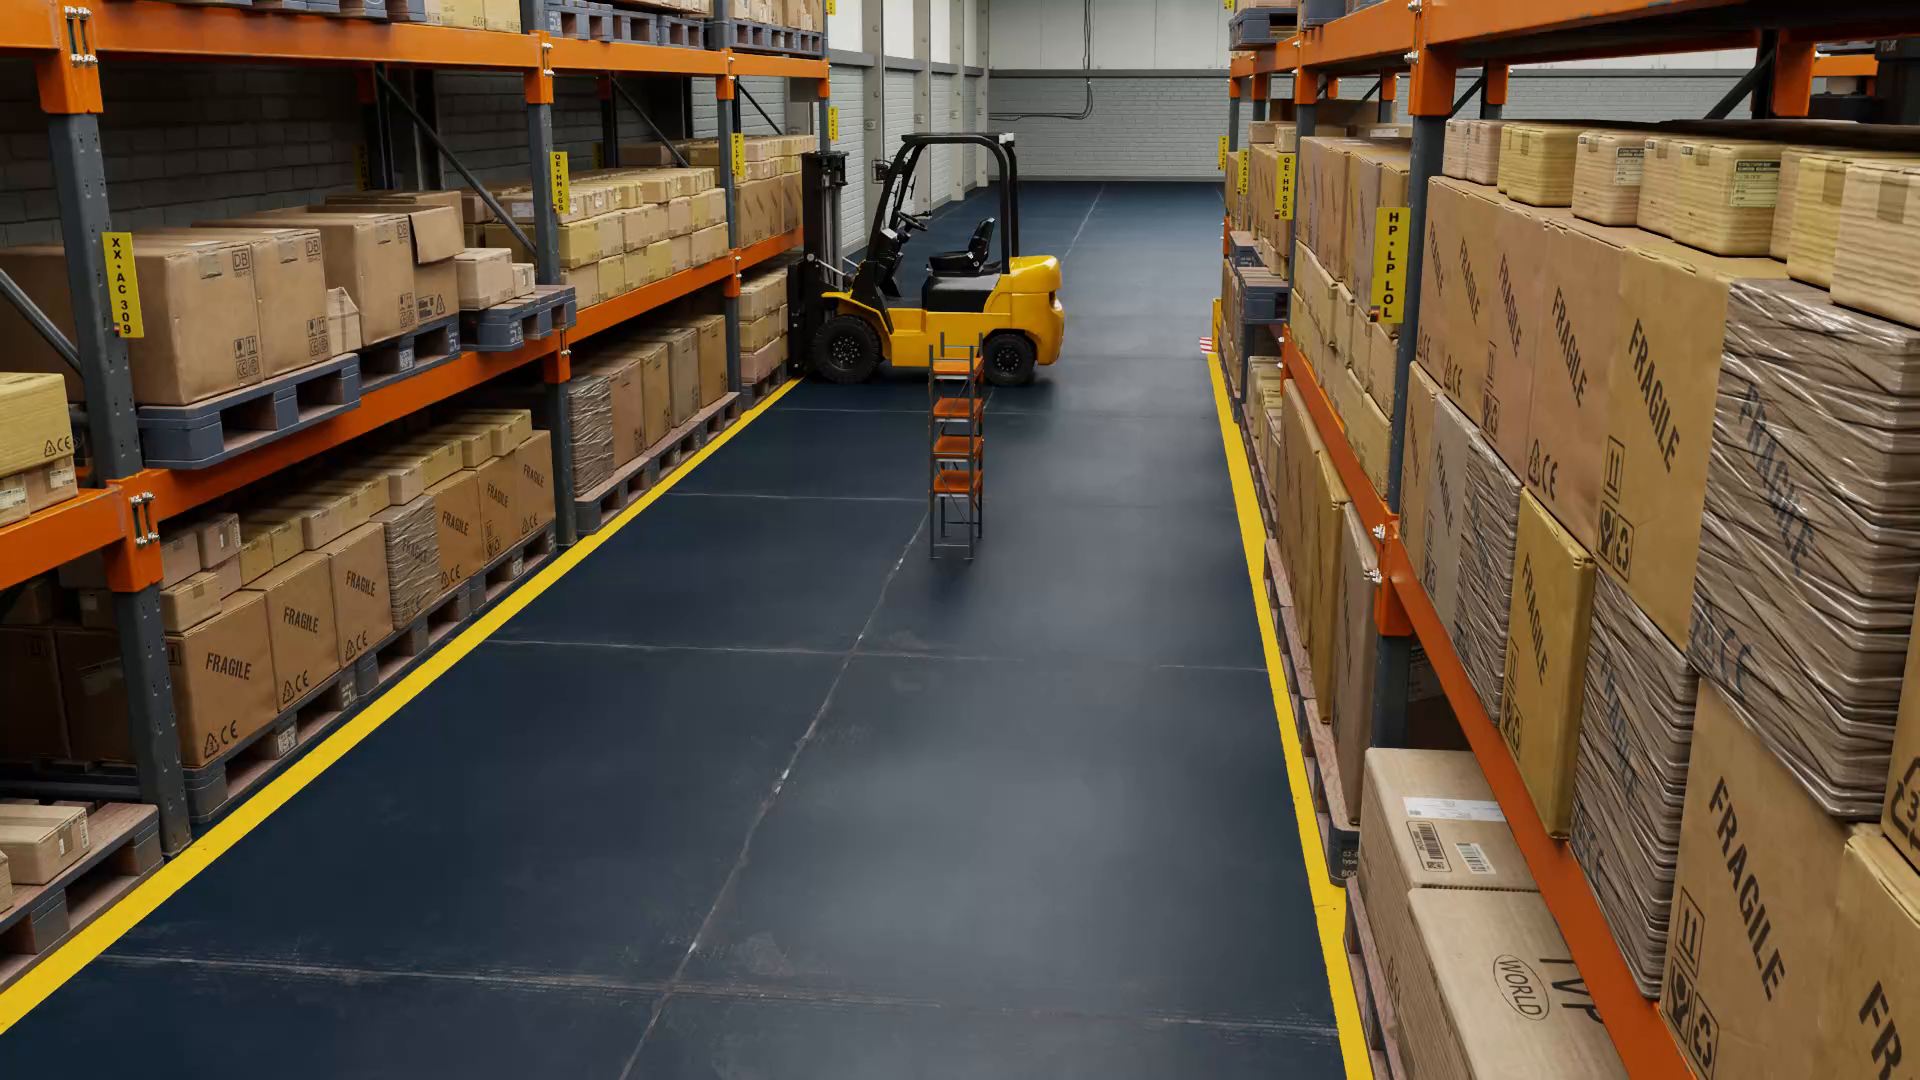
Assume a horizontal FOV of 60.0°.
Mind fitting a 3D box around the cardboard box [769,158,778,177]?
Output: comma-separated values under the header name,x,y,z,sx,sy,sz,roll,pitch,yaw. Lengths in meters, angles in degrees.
name,x,y,z,sx,sy,sz,roll,pitch,yaw
cardboard box,-1.790,-3.235,14.446,0.380,0.149,0.250,1,15,4

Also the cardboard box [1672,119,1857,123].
name,x,y,z,sx,sy,sz,roll,pitch,yaw
cardboard box,2.051,-1.003,4.274,0.380,0.149,0.250,1,15,5

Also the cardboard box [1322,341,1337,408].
name,x,y,z,sx,sy,sz,roll,pitch,yaw
cardboard box,1.758,-0.696,6.775,0.500,0.250,0.500,2,15,6

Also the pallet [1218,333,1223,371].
name,x,y,z,sx,sy,sz,roll,pitch,yaw
pallet,2.988,-1.785,15.858,1.003,0.211,1.213,2,15,6

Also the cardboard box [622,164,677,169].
name,x,y,z,sx,sy,sz,roll,pitch,yaw
cardboard box,-2.479,-2.920,13.281,0.380,0.149,0.250,2,15,6

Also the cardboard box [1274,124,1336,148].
name,x,y,z,sx,sy,sz,roll,pitch,yaw
cardboard box,2.248,-2.634,10.848,0.380,0.149,0.250,3,15,9

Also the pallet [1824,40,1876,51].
name,x,y,z,sx,sy,sz,roll,pitch,yaw
pallet,7.845,-4.136,13.633,1.003,0.211,1.213,2,15,6

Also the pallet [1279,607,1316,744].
name,x,y,z,sx,sy,sz,roll,pitch,yaw
pallet,1.917,0.579,7.118,1.003,0.211,1.213,2,15,6

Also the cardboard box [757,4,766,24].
name,x,y,z,sx,sy,sz,roll,pitch,yaw
cardboard box,-1.821,-4.352,13.750,0.380,0.149,0.250,2,15,8

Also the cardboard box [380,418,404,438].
name,x,y,z,sx,sy,sz,roll,pitch,yaw
cardboard box,-3.137,-0.545,8.674,0.380,0.149,0.250,2,15,8

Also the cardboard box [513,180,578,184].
name,x,y,z,sx,sy,sz,roll,pitch,yaw
cardboard box,-2.722,-2.281,10.917,0.380,0.149,0.250,2,15,8

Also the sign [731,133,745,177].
name,x,y,z,sx,sy,sz,roll,pitch,yaw
sign,-1.720,-2.975,12.852,0.100,0.325,0.005,2,15,6

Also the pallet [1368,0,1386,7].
name,x,y,z,sx,sy,sz,roll,pitch,yaw
pallet,1.824,-1.843,5.350,0.805,0.209,1.217,1,15,4

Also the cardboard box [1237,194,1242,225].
name,x,y,z,sx,sy,sz,roll,pitch,yaw
cardboard box,2.581,-2.905,13.899,0.500,0.500,0.500,2,15,8

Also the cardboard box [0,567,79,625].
name,x,y,z,sx,sy,sz,roll,pitch,yaw
cardboard box,-3.408,0.194,5.940,0.380,0.149,0.250,1,15,4

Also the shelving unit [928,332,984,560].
name,x,y,z,sx,sy,sz,roll,pitch,yaw
shelving unit,-0.019,-0.536,9.347,0.258,1.200,0.503,2,15,6

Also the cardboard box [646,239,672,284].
name,x,y,z,sx,sy,sz,roll,pitch,yaw
cardboard box,-2.245,-1.865,11.098,0.500,0.250,0.500,2,15,8

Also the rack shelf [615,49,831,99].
name,x,y,z,sx,sy,sz,roll,pitch,yaw
rack shelf,-2.034,-4.087,14.663,1.077,0.370,4.000,2,15,6

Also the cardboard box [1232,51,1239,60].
name,x,y,z,sx,sy,sz,roll,pitch,yaw
cardboard box,2.764,-4.610,15.700,0.380,0.149,0.250,2,15,6

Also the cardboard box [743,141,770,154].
name,x,y,z,sx,sy,sz,roll,pitch,yaw
cardboard box,-1.863,-3.383,14.423,0.380,0.149,0.250,2,15,6

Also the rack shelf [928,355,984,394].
name,x,y,z,sx,sy,sz,roll,pitch,yaw
rack shelf,-0.019,-0.916,9.244,0.258,0.148,0.480,2,15,6

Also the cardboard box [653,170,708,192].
name,x,y,z,sx,sy,sz,roll,pitch,yaw
cardboard box,-2.089,-2.667,12.343,0.380,0.149,0.250,1,15,5

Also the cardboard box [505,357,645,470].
name,x,y,z,sx,sy,sz,roll,pitch,yaw
cardboard box,-2.562,-0.818,10.685,0.875,0.625,0.625,2,15,8

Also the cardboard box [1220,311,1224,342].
name,x,y,z,sx,sy,sz,roll,pitch,yaw
cardboard box,2.758,-2.034,15.902,0.500,0.250,0.500,2,15,6

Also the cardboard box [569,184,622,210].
name,x,y,z,sx,sy,sz,roll,pitch,yaw
cardboard box,-2.335,-2.137,10.383,0.380,0.149,0.250,2,15,7

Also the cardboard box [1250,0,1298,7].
name,x,y,z,sx,sy,sz,roll,pitch,yaw
cardboard box,2.117,-3.498,10.590,0.500,0.250,0.500,2,15,6

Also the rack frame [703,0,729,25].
name,x,y,z,sx,sy,sz,roll,pitch,yaw
rack frame,-2.260,-5.364,12.259,1.000,3.000,0.127,2,15,6

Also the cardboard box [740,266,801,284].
name,x,y,z,sx,sy,sz,roll,pitch,yaw
cardboard box,-1.714,-2.340,15.116,0.500,0.250,0.500,1,15,5

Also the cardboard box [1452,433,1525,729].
name,x,y,z,sx,sy,sz,roll,pitch,yaw
cardboard box,1.333,0.077,3.439,0.500,0.500,0.500,2,15,7

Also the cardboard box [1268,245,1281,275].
name,x,y,z,sx,sy,sz,roll,pitch,yaw
cardboard box,1.966,-1.597,9.498,0.380,0.149,0.250,2,15,6

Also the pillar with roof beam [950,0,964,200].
name,x,y,z,sx,sy,sz,roll,pitch,yaw
pillar with roof beam,4.203,-12.345,38.077,9.100,9.000,0.400,2,15,6

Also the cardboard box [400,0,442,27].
name,x,y,z,sx,sy,sz,roll,pitch,yaw
cardboard box,-2.640,-2.406,7.353,0.500,0.250,0.500,2,15,6

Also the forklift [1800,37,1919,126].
name,x,y,z,sx,sy,sz,roll,pitch,yaw
forklift,4.939,-1.258,8.701,1.130,2.935,3.031,2,15,7

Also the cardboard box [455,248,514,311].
name,x,y,z,sx,sy,sz,roll,pitch,yaw
cardboard box,-2.509,-1.278,8.123,0.500,0.250,0.500,1,15,4

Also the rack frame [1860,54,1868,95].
name,x,y,z,sx,sy,sz,roll,pitch,yaw
rack frame,8.054,-3.241,15.900,1.000,3.000,0.127,2,15,6

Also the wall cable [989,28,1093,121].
name,x,y,z,sx,sy,sz,roll,pitch,yaw
wall cable,2.249,-13.254,47.388,3.097,2.526,0.112,2,15,6

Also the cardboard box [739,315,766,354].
name,x,y,z,sx,sy,sz,roll,pitch,yaw
cardboard box,-1.899,-1.701,13.712,0.500,0.250,0.500,2,15,6

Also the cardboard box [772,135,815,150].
name,x,y,z,sx,sy,sz,roll,pitch,yaw
cardboard box,-1.640,-3.911,16.376,0.380,0.149,0.250,2,15,6

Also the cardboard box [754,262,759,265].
name,x,y,z,sx,sy,sz,roll,pitch,yaw
cardboard box,-2.171,-2.485,15.654,0.500,0.250,0.500,2,15,6

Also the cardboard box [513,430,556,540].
name,x,y,z,sx,sy,sz,roll,pitch,yaw
cardboard box,-2.546,-0.311,9.048,0.500,0.500,0.500,2,15,8

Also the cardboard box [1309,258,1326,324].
name,x,y,z,sx,sy,sz,roll,pitch,yaw
cardboard box,1.791,-1.067,7.191,0.500,0.250,0.500,2,15,6

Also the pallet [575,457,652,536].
name,x,y,z,sx,sy,sz,roll,pitch,yaw
pallet,-2.580,-0.297,10.355,1.003,0.211,1.213,2,15,6

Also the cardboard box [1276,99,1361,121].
name,x,y,z,sx,sy,sz,roll,pitch,yaw
cardboard box,3.069,-3.504,14.197,0.700,0.500,0.500,2,15,6

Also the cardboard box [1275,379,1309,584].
name,x,y,z,sx,sy,sz,roll,pitch,yaw
cardboard box,2.061,-0.286,8.238,0.875,0.875,0.875,2,15,6

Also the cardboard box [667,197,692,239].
name,x,y,z,sx,sy,sz,roll,pitch,yaw
cardboard box,-2.176,-2.236,11.514,0.500,0.250,0.500,2,15,7

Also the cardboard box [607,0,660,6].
name,x,y,z,sx,sy,sz,roll,pitch,yaw
cardboard box,-2.169,-3.551,10.788,0.380,0.149,0.250,2,15,6

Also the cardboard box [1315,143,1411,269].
name,x,y,z,sx,sy,sz,roll,pitch,yaw
cardboard box,1.802,-1.433,7.107,0.500,0.500,0.500,2,15,8

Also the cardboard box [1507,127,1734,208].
name,x,y,z,sx,sy,sz,roll,pitch,yaw
cardboard box,1.329,-0.752,3.348,0.380,0.149,0.250,1,15,5

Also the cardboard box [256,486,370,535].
name,x,y,z,sx,sy,sz,roll,pitch,yaw
cardboard box,-2.773,-0.128,7.130,0.380,0.149,0.250,2,15,8

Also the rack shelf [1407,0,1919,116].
name,x,y,z,sx,sy,sz,roll,pitch,yaw
rack shelf,1.544,-0.830,2.616,1.077,0.370,4.000,2,15,6

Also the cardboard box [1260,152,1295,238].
name,x,y,z,sx,sy,sz,roll,pitch,yaw
cardboard box,2.099,-2.071,10.009,0.500,0.500,0.500,1,15,2

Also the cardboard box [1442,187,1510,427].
name,x,y,z,sx,sy,sz,roll,pitch,yaw
cardboard box,1.412,-0.532,3.774,0.500,0.500,0.500,1,15,6

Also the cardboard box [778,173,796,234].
name,x,y,z,sx,sy,sz,roll,pitch,yaw
cardboard box,-1.774,-3.020,14.894,0.500,0.500,0.500,2,15,7
